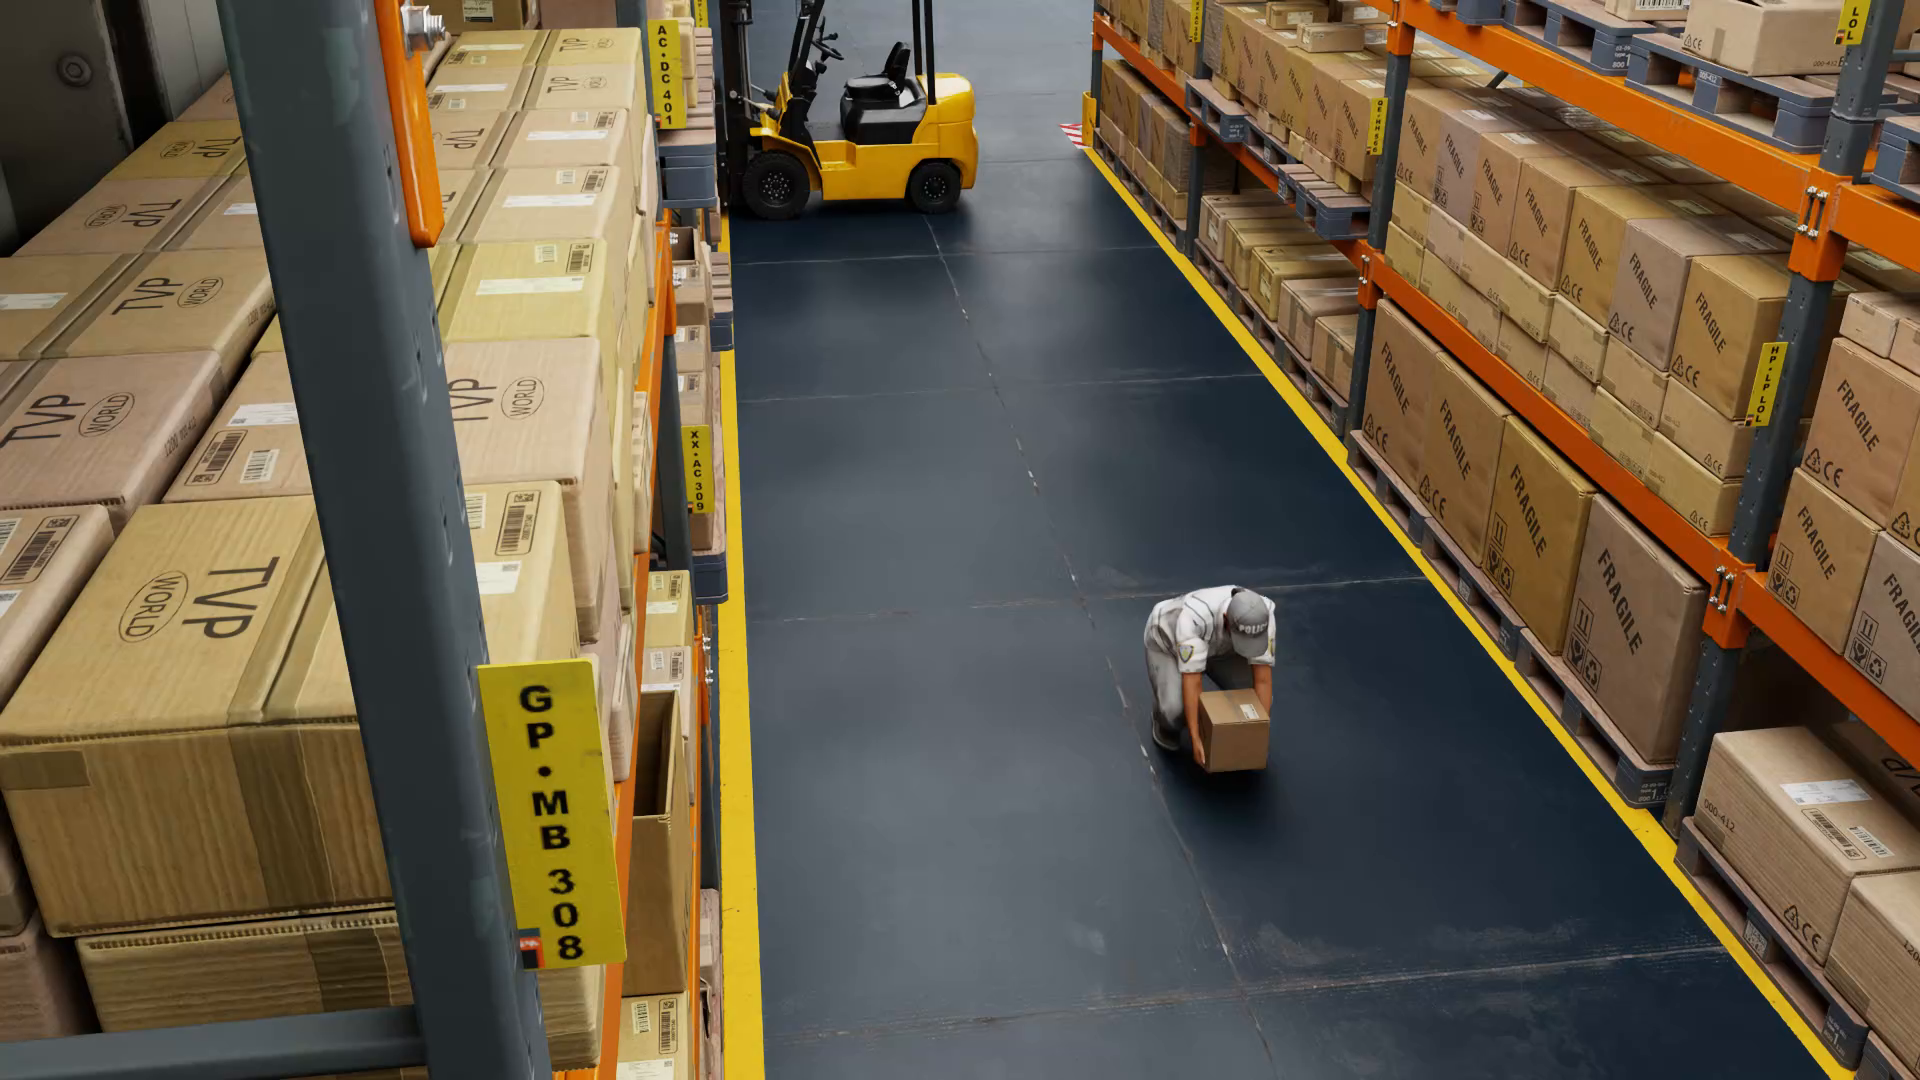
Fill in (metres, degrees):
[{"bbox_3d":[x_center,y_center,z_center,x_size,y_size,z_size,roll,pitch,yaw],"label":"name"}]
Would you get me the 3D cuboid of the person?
[{"bbox_3d":[1.121,0.535,7.380,0.517,0.948,0.874,-4,28,-8],"label":"person"}]
